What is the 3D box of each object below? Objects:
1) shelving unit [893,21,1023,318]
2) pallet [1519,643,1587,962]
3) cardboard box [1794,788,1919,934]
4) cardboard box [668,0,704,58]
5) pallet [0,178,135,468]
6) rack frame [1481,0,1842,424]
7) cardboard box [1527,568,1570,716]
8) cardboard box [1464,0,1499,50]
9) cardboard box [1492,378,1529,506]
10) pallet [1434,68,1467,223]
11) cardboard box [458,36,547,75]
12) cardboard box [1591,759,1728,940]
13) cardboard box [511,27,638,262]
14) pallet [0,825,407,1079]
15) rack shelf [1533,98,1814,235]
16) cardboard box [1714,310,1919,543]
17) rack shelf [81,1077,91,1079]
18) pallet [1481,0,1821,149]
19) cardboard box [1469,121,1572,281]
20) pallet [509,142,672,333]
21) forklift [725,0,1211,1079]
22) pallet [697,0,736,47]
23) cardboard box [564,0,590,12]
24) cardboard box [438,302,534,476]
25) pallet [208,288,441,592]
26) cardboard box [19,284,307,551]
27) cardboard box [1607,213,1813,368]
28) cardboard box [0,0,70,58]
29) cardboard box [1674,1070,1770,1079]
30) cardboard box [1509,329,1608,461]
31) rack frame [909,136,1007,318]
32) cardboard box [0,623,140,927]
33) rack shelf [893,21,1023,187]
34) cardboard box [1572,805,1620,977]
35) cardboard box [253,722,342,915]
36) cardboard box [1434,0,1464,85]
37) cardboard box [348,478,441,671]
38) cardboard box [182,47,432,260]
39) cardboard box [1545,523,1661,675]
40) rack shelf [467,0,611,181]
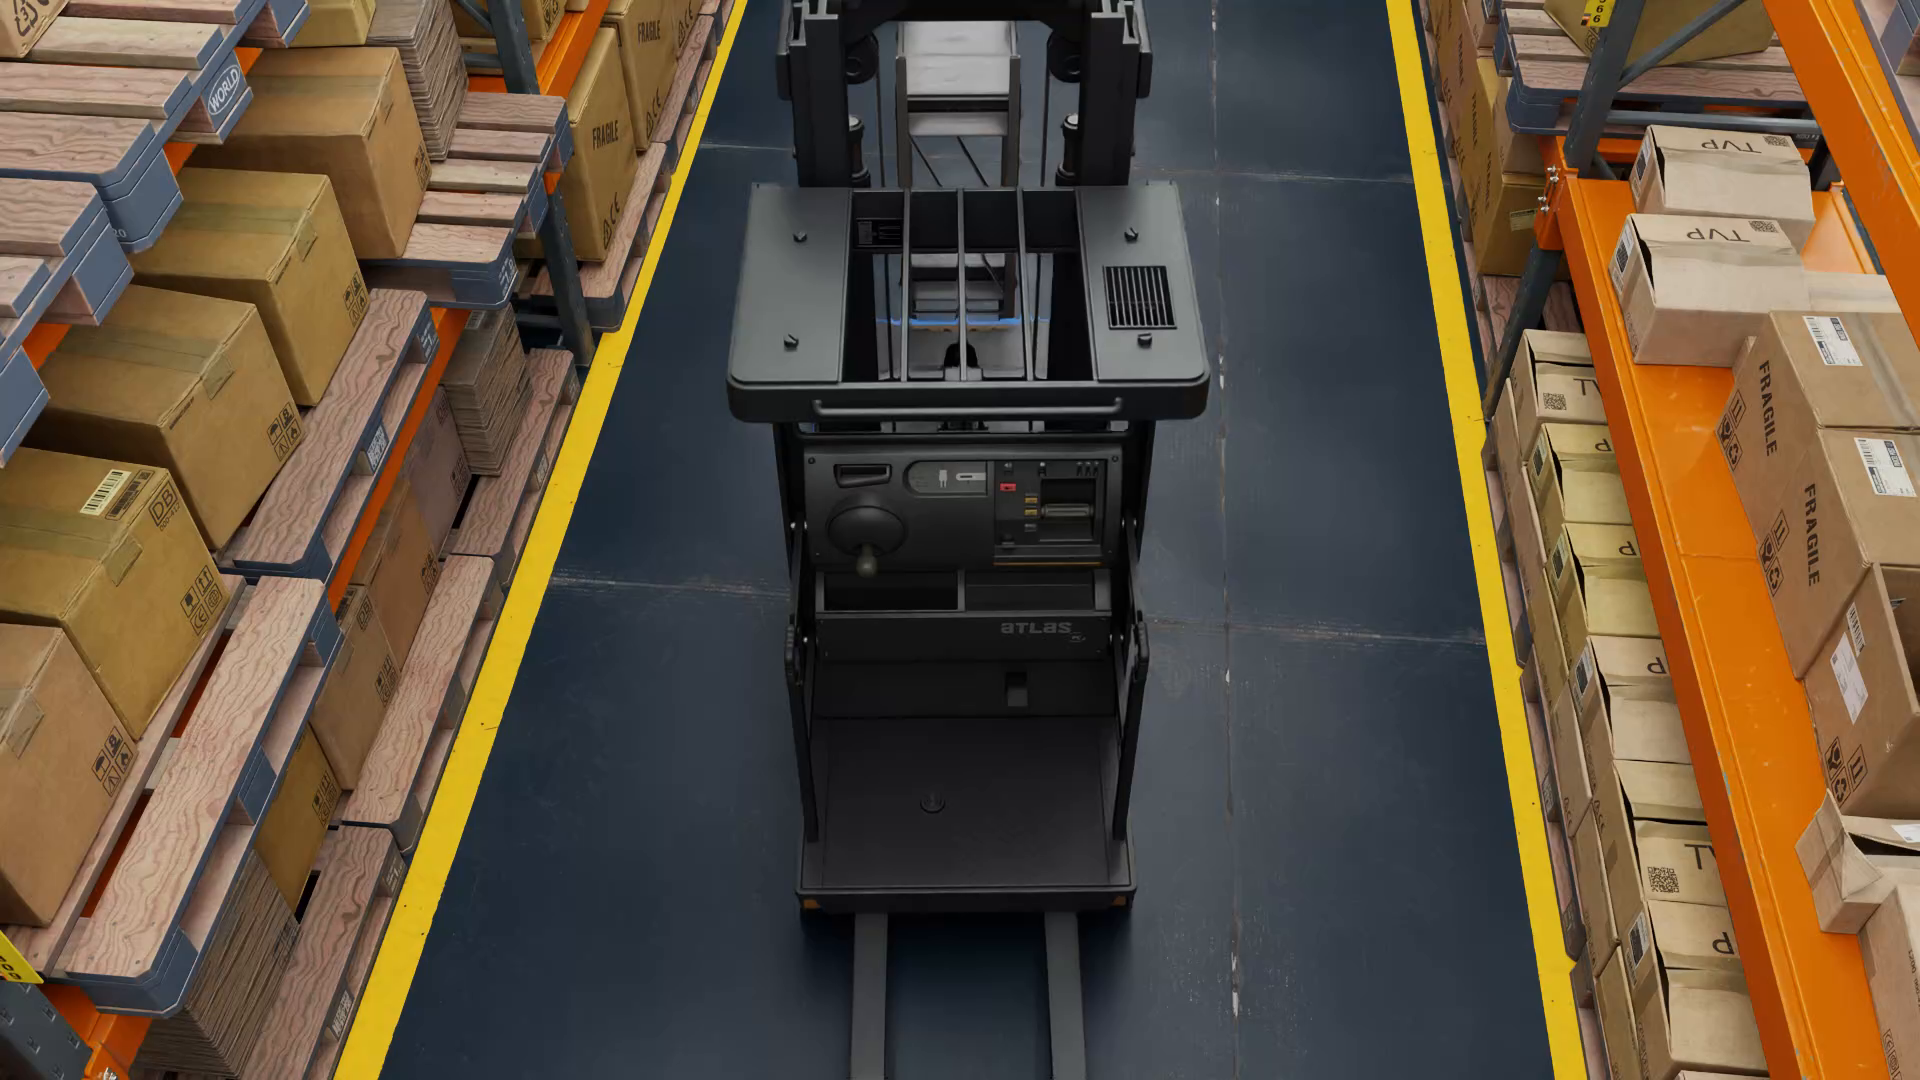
[{"bbox_3d":[-0.009,-1.016,6.256,0.431,2.100,0.503,0,48,0],"label":"shelving unit"},{"bbox_3d":[2.552,0.909,5.776,1.003,0.211,1.213,4,48,4],"label":"pallet"},{"bbox_3d":[2.312,0.798,4.079,0.396,0.266,0.258,3,48,3],"label":"cardboard box"},{"bbox_3d":[-1.797,-3.075,8.702,0.750,0.750,0.750,5,48,5],"label":"cardboard box"},{"bbox_3d":[-2.356,-0.315,3.100,1.213,0.211,1.003,4,48,4],"label":"pallet"},{"bbox_3d":[2.779,-1.529,6.115,1.000,3.000,0.127,4,48,4],"label":"rack frame"},{"bbox_3d":[2.353,0.374,5.954,0.500,0.250,0.500,3,48,2],"label":"cardboard box"},{"bbox_3d":[2.721,-2.583,7.968,0.500,0.250,0.500,3,48,3],"label":"cardboard box"},{"bbox_3d":[2.439,-0.377,6.641,0.500,0.250,0.500,4,48,3],"label":"cardboard box"},{"bbox_3d":[2.999,-2.028,8.462,1.003,0.211,1.213,4,48,4],"label":"pallet"},{"bbox_3d":[-1.893,-2.007,6.710,0.380,0.149,0.250,3,48,3],"label":"cardboard box"},{"bbox_3d":[2.255,0.941,5.055,0.500,0.311,0.500,4,48,3],"label":"cardboard box"},{"bbox_3d":[-1.956,-1.807,7.542,0.750,0.750,0.750,3,48,3],"label":"cardboard box"},{"bbox_3d":[-2.449,1.449,5.282,1.003,0.211,1.213,4,48,4],"label":"pallet"},{"bbox_3d":[2.962,-2.756,7.725,1.077,0.370,4.000,4,48,4],"label":"rack shelf"},{"bbox_3d":[2.643,-0.328,4.950,0.500,0.500,0.500,2,48,1],"label":"cardboard box"},{"bbox_3d":[-2.701,2.793,2.651,1.077,0.370,4.000,4,48,4],"label":"rack shelf"},{"bbox_3d":[2.771,-1.967,6.646,1.213,0.211,1.003,4,48,4],"label":"pallet"},{"bbox_3d":[2.631,-1.537,7.519,0.500,0.500,0.500,6,48,5],"label":"cardboard box"},{"bbox_3d":[-2.007,-1.492,7.972,1.003,0.211,1.213,4,48,4],"label":"pallet"},{"bbox_3d":[0.014,0.012,4.753,1.130,2.935,3.031,0,48,0],"label":"forklift"},{"bbox_3d":[-1.785,-3.285,9.612,1.003,0.211,1.213,4,48,4],"label":"pallet"},{"bbox_3d":[-1.753,-2.382,7.052,0.380,0.149,0.250,5,48,5],"label":"cardboard box"},{"bbox_3d":[-2.168,-0.631,6.691,0.700,0.500,0.500,4,48,4],"label":"cardboard box"},{"bbox_3d":[-2.294,-0.337,5.155,1.003,0.211,1.213,4,48,4],"label":"pallet"},{"bbox_3d":[-2.351,-0.370,4.690,0.700,0.500,0.500,10,48,9],"label":"cardboard box"},{"bbox_3d":[2.505,-0.854,5.559,0.500,0.311,0.500,3,48,3],"label":"cardboard box"},{"bbox_3d":[-2.277,-1.410,3.622,0.500,0.500,0.500,2,48,2],"label":"cardboard box"},{"bbox_3d":[2.166,1.691,4.370,0.500,0.311,0.500,4,48,4],"label":"cardboard box"},{"bbox_3d":[2.439,-0.567,6.434,0.500,0.311,0.500,5,48,5],"label":"cardboard box"},{"bbox_3d":[-0.012,-1.196,6.421,0.400,2.100,0.015,0,48,0],"label":"rack frame"},{"bbox_3d":[-2.438,0.526,3.870,0.700,0.500,0.500,4,48,4],"label":"cardboard box"},{"bbox_3d":[-0.009,-1.479,5.750,0.431,0.518,0.480,0,48,0],"label":"rack shelf"},{"bbox_3d":[2.258,1.125,5.267,0.500,0.250,0.500,5,48,4],"label":"cardboard box"},{"bbox_3d":[-2.471,0.850,5.335,0.700,0.500,0.500,3,48,3],"label":"cardboard box"},{"bbox_3d":[2.767,-2.674,8.559,0.500,0.500,0.500,4,48,4],"label":"cardboard box"},{"bbox_3d":[-2.348,0.106,6.016,0.700,0.500,0.500,4,48,3],"label":"cardboard box"},{"bbox_3d":[-2.211,-1.283,5.525,0.700,0.500,0.500,0,48,0],"label":"cardboard box"},{"bbox_3d":[2.351,0.195,5.738,0.500,0.311,0.500,3,48,2],"label":"cardboard box"},{"bbox_3d":[-1.972,-3.086,8.027,1.077,0.370,4.000,4,48,4],"label":"rack shelf"}]
